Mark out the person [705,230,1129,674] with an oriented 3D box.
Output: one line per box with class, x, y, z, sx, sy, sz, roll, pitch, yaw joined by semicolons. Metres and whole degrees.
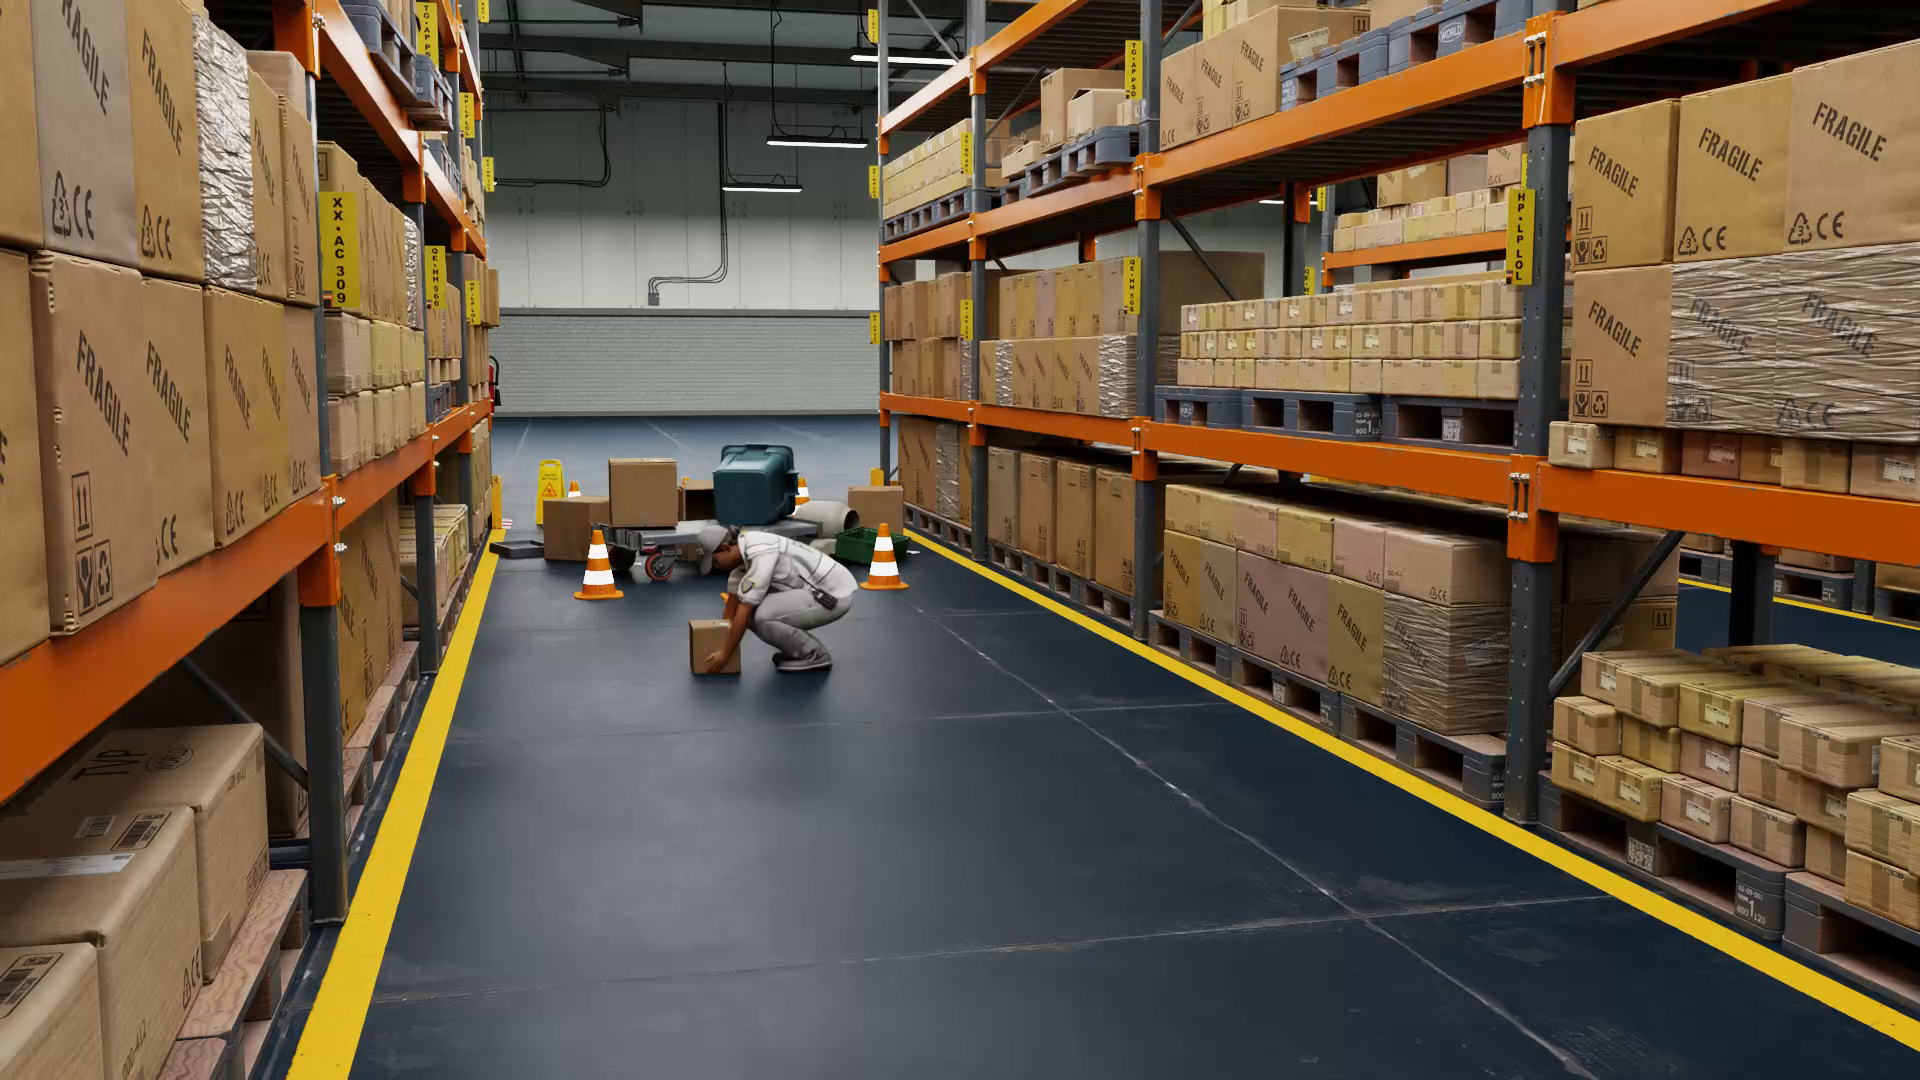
person;1.938;-4.611;30.010;16.704;6.023;40.737;-2;6;-14
